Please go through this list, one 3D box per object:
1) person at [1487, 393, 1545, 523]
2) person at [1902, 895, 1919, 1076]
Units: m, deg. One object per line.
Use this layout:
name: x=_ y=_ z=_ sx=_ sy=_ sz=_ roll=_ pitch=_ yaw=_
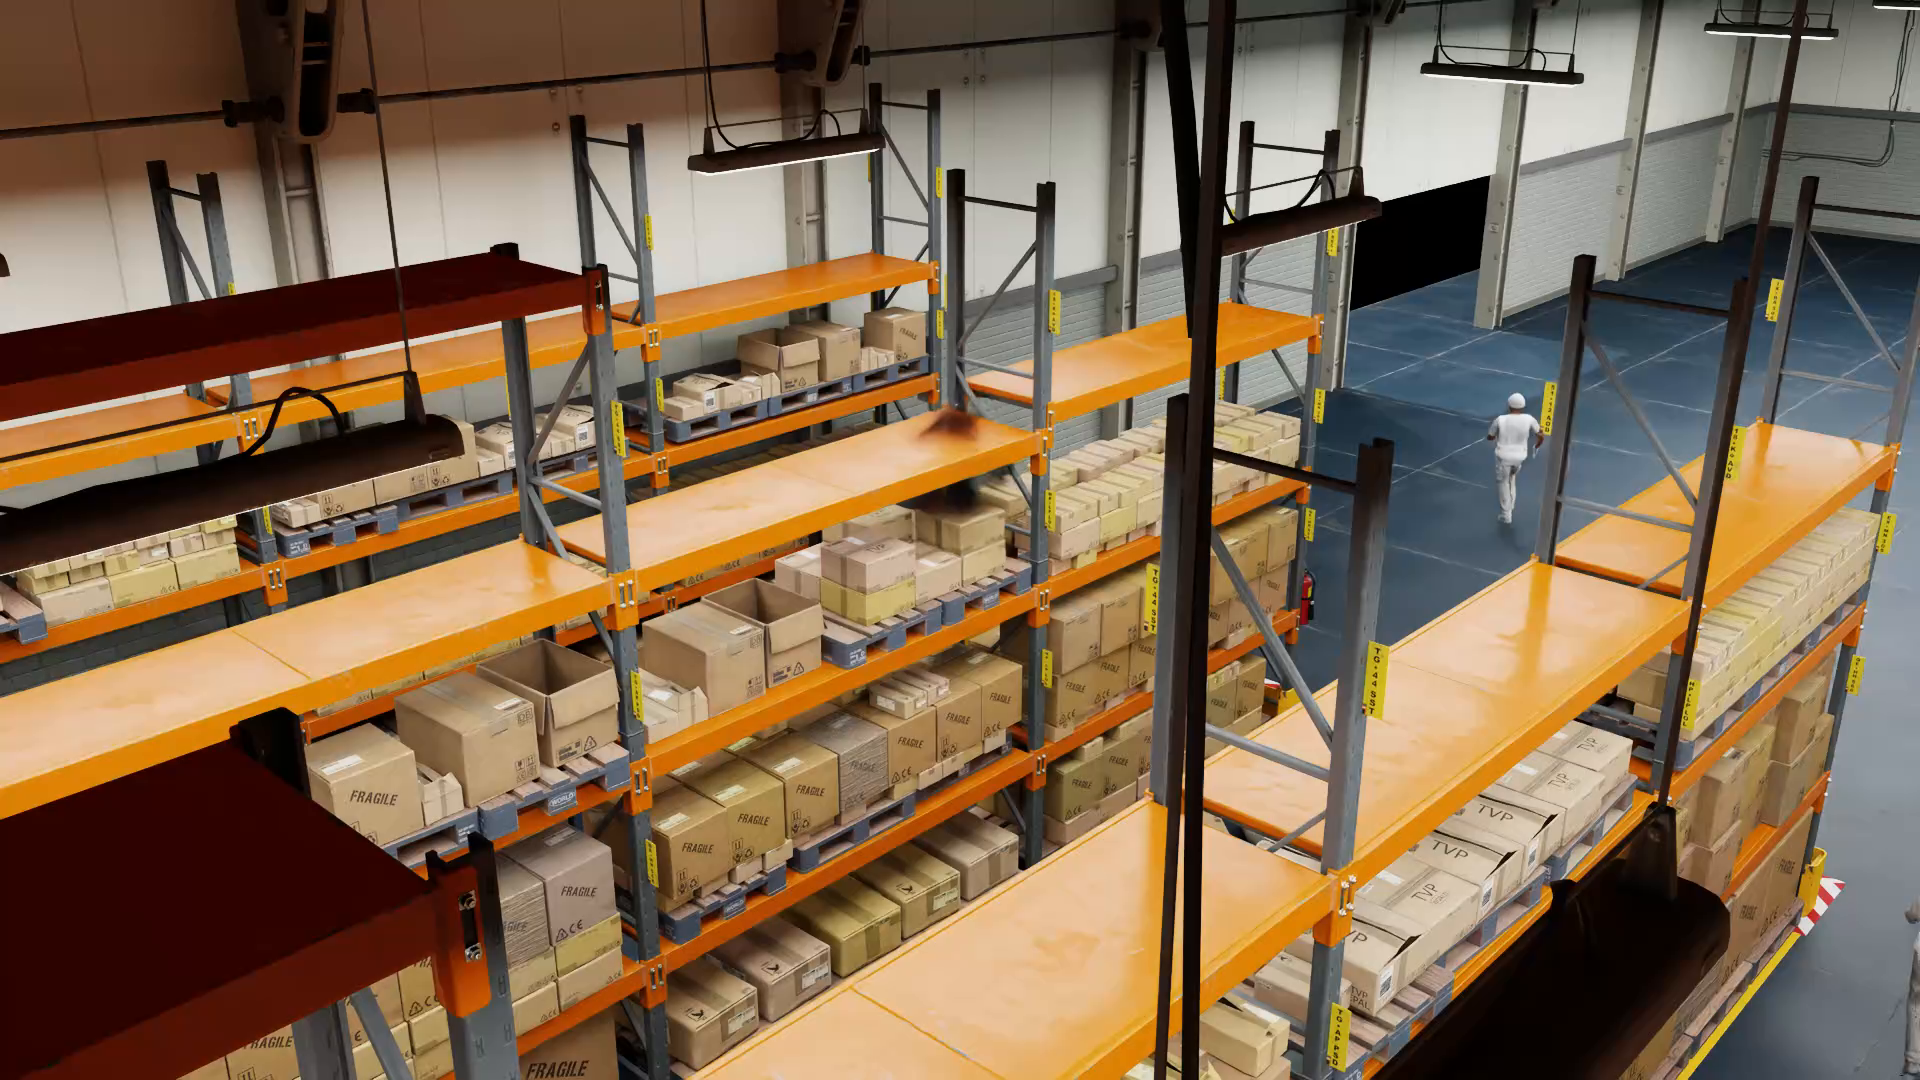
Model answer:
person: x=7.400 y=-1.090 z=22.372 sx=0.657 sy=1.843 sz=0.768 roll=-1 pitch=21 yaw=-3
person: x=7.026 y=2.983 z=11.821 sx=0.656 sy=1.758 sz=0.949 roll=11 pitch=24 yaw=26
